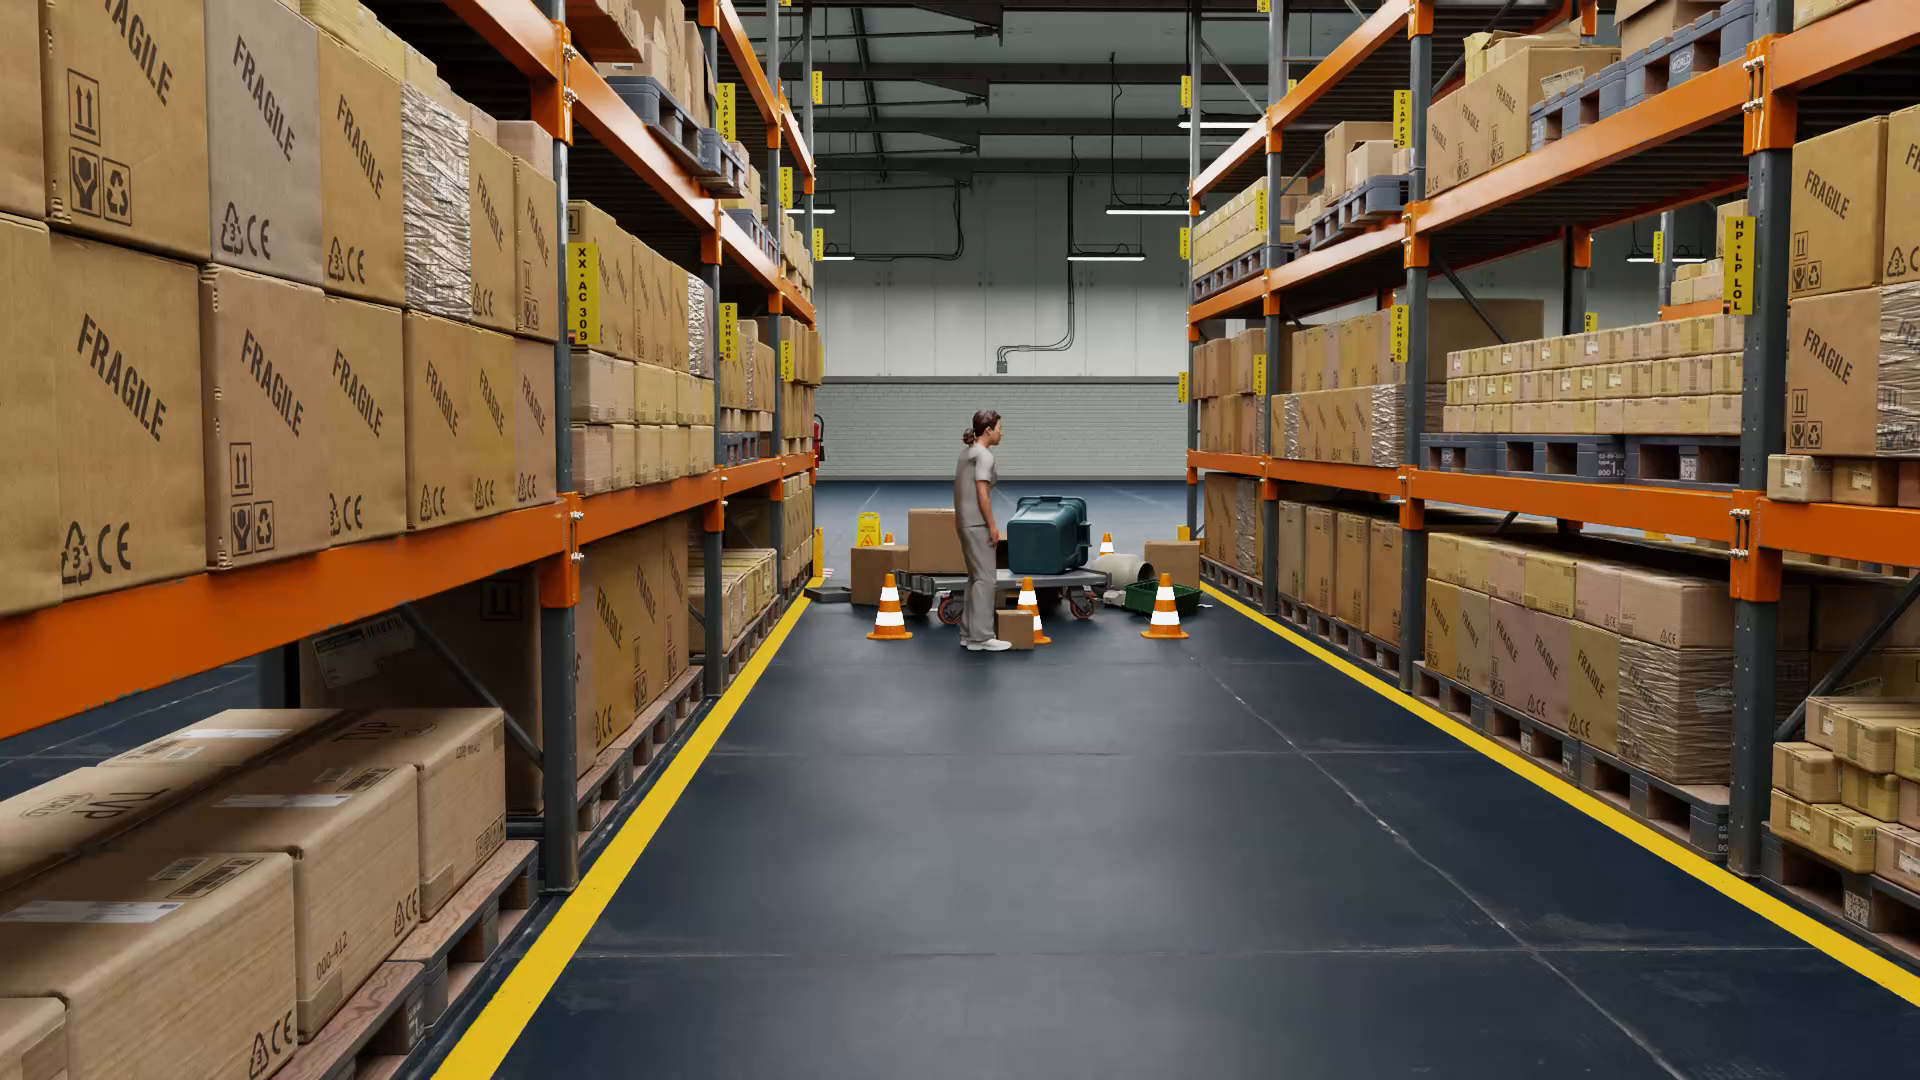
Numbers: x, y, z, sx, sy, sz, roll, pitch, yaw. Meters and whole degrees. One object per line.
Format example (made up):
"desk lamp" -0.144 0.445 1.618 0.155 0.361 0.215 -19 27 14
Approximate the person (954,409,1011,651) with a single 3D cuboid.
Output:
"person" 0.146 -0.079 11.643 0.356 1.673 0.509 -1 4 -13
